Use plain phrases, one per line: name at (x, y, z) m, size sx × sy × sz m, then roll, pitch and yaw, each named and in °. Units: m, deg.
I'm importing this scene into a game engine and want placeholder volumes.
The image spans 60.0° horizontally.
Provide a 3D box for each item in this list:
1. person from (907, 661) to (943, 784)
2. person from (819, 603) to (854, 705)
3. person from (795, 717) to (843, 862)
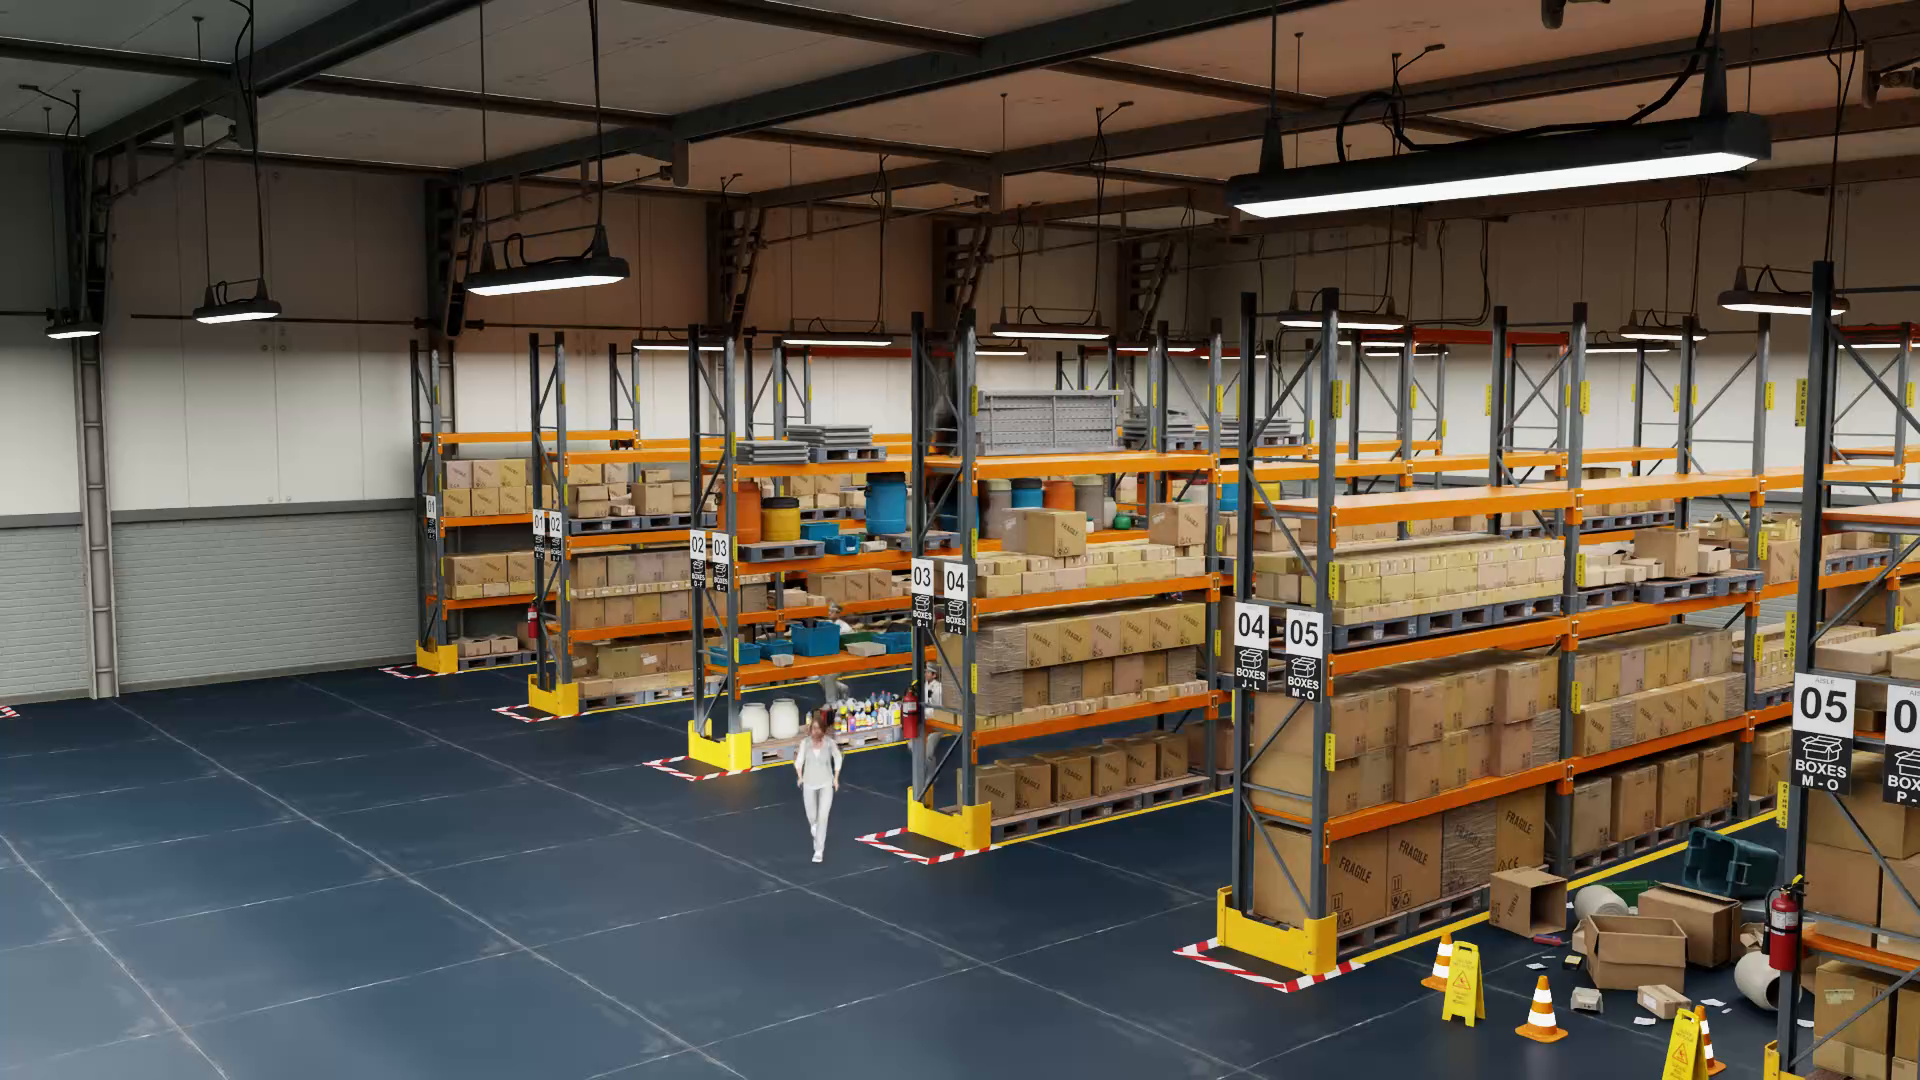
person at (-0.408, 2.371, 21.454) m, size 0.686 × 1.654 × 0.580 m, roll 4°, pitch 6°, yaw 35°
person at (-1.979, 1.854, 26.373) m, size 0.674 × 1.740 × 0.782 m, roll 4°, pitch 7°, yaw 38°
person at (-1.550, 2.691, 18.293) m, size 0.518 × 1.558 × 0.797 m, roll 0°, pitch 5°, yaw 0°
